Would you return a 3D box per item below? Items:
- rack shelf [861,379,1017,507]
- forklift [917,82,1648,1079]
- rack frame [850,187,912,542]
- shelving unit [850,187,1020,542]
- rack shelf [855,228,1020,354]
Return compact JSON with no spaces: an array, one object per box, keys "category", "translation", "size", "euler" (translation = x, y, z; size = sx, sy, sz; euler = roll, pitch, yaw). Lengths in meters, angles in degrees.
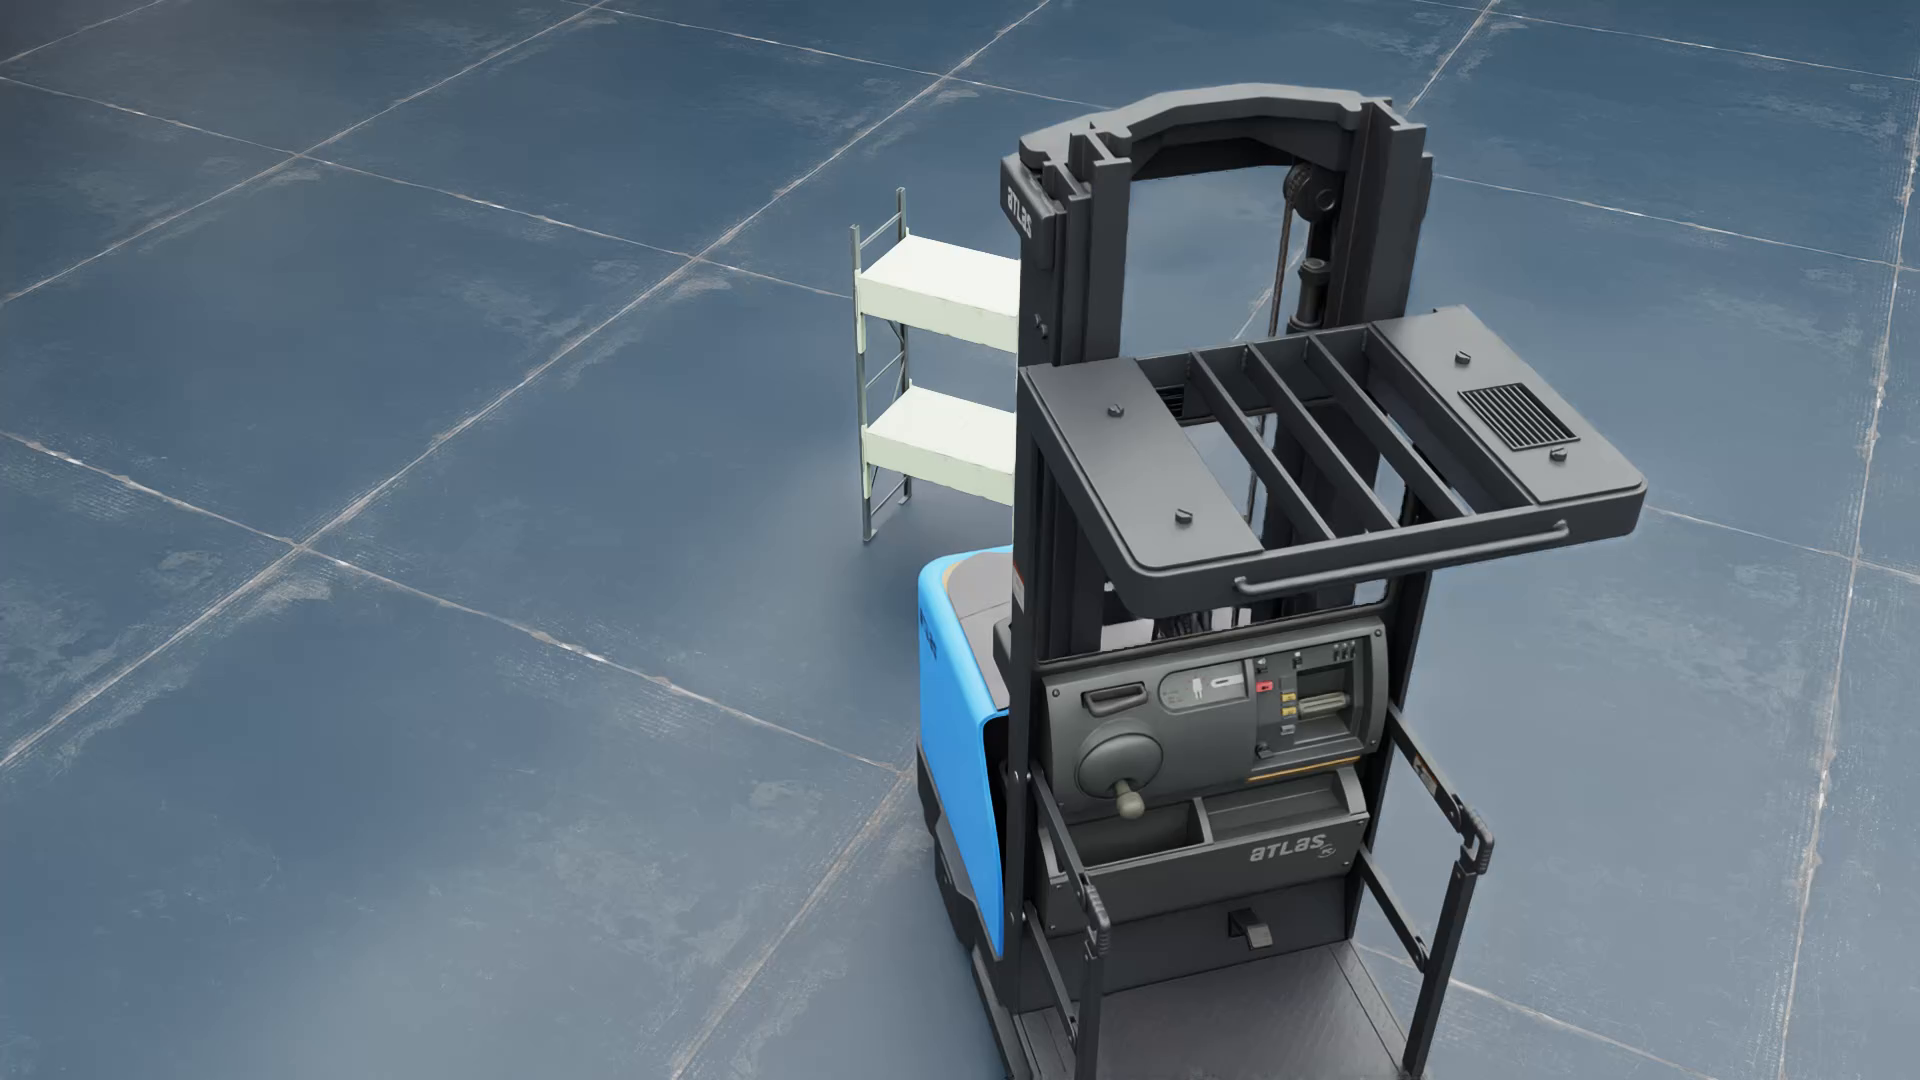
[{"category":"rack shelf","translation":[0.006,-0.336,6.991],"size":[0.720,0.370,0.431],"euler":[17,41,21]},{"category":"forklift","translation":[0.728,0.533,4.123],"size":[1.130,2.935,3.031],"euler":[-9,38,-12]},{"category":"rack frame","translation":[-0.319,-0.697,6.928],"size":[0.023,1.500,0.400],"euler":[17,41,21]},{"category":"shelving unit","translation":[0.006,-0.596,6.794],"size":[0.755,1.500,0.431],"euler":[17,41,21]},{"category":"rack shelf","translation":[0.006,-0.906,6.558],"size":[0.720,0.370,0.431],"euler":[17,41,21]}]
